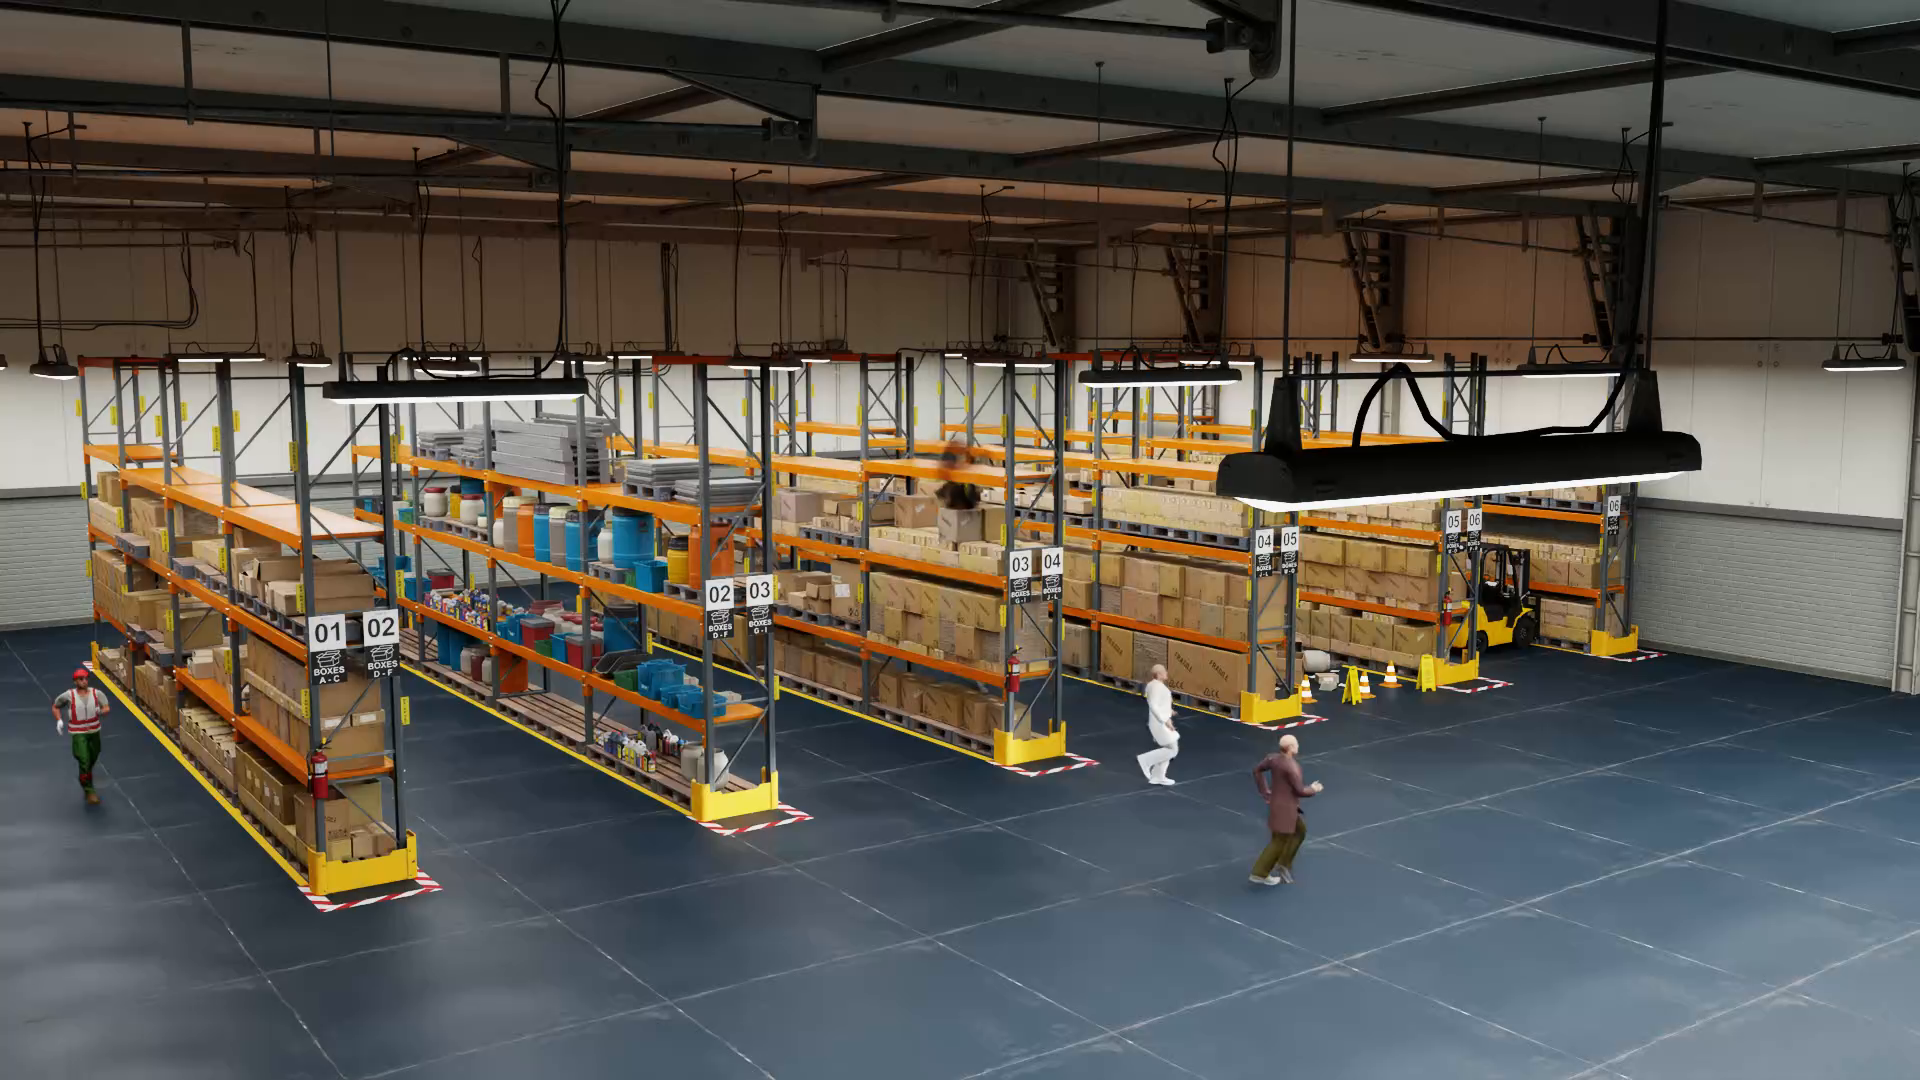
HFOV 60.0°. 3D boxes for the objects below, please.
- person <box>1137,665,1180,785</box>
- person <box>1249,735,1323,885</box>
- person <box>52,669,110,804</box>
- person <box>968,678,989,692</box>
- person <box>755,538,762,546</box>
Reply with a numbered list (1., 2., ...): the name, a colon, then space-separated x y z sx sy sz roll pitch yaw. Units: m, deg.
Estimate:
1. person: 2.815 2.626 23.606 0.641 1.739 0.711 0 7 -4
2. person: 3.761 3.135 19.216 0.877 1.808 0.668 -1 7 -10
3. person: -12.008 2.649 22.819 0.979 1.786 0.658 7 10 43
4. person: 0.310 1.891 30.063 0.602 1.660 0.705 -5 9 -37
5. person: -5.007 0.551 41.259 0.491 1.567 0.548 -6 9 -43
